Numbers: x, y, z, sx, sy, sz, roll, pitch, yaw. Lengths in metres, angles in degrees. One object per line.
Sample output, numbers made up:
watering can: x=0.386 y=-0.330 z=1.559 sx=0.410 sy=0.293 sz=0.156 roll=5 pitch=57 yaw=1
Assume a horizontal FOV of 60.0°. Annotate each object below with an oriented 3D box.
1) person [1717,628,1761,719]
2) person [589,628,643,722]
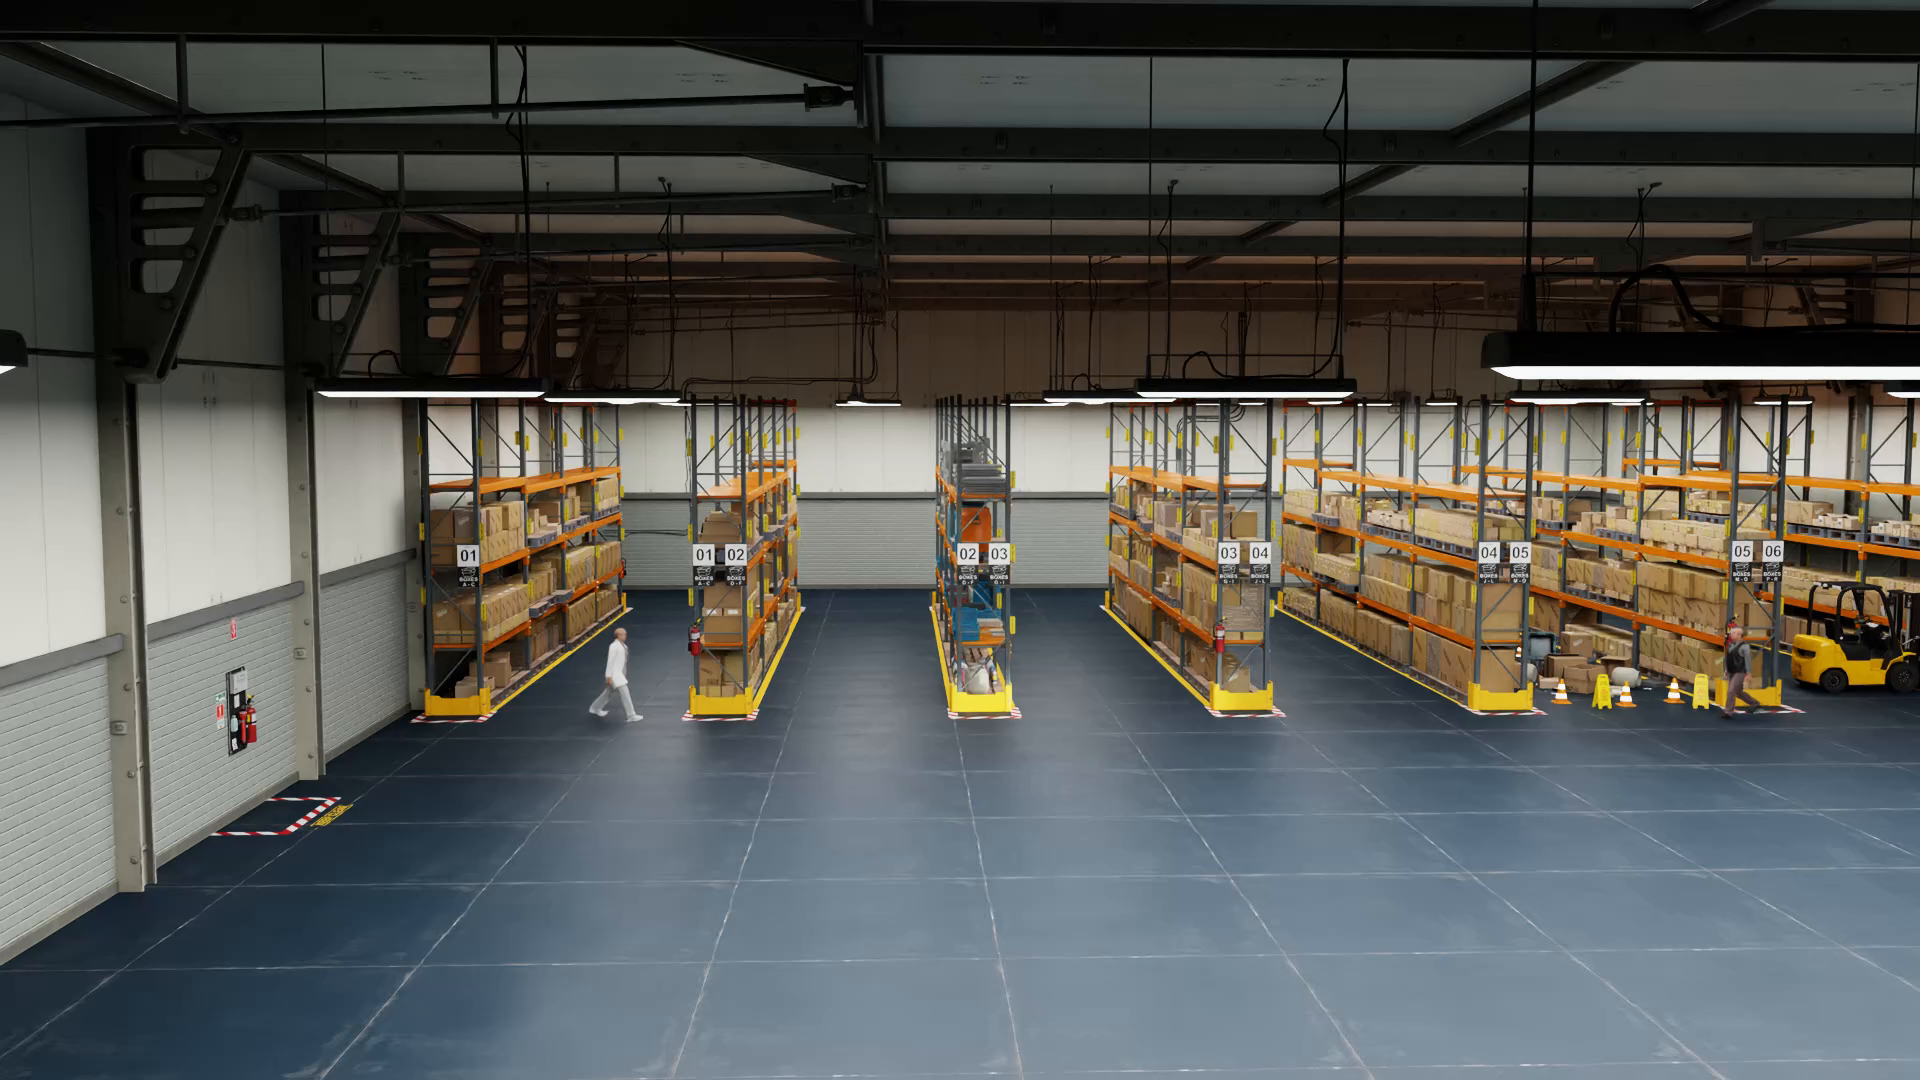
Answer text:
person: x=14.420 y=2.456 z=30.749 sx=0.964 sy=1.690 sz=0.558 roll=-1 pitch=5 yaw=-9
person: x=-6.319 y=2.464 z=30.538 sx=1.206 sy=1.718 sz=0.612 roll=1 pitch=5 yaw=15
